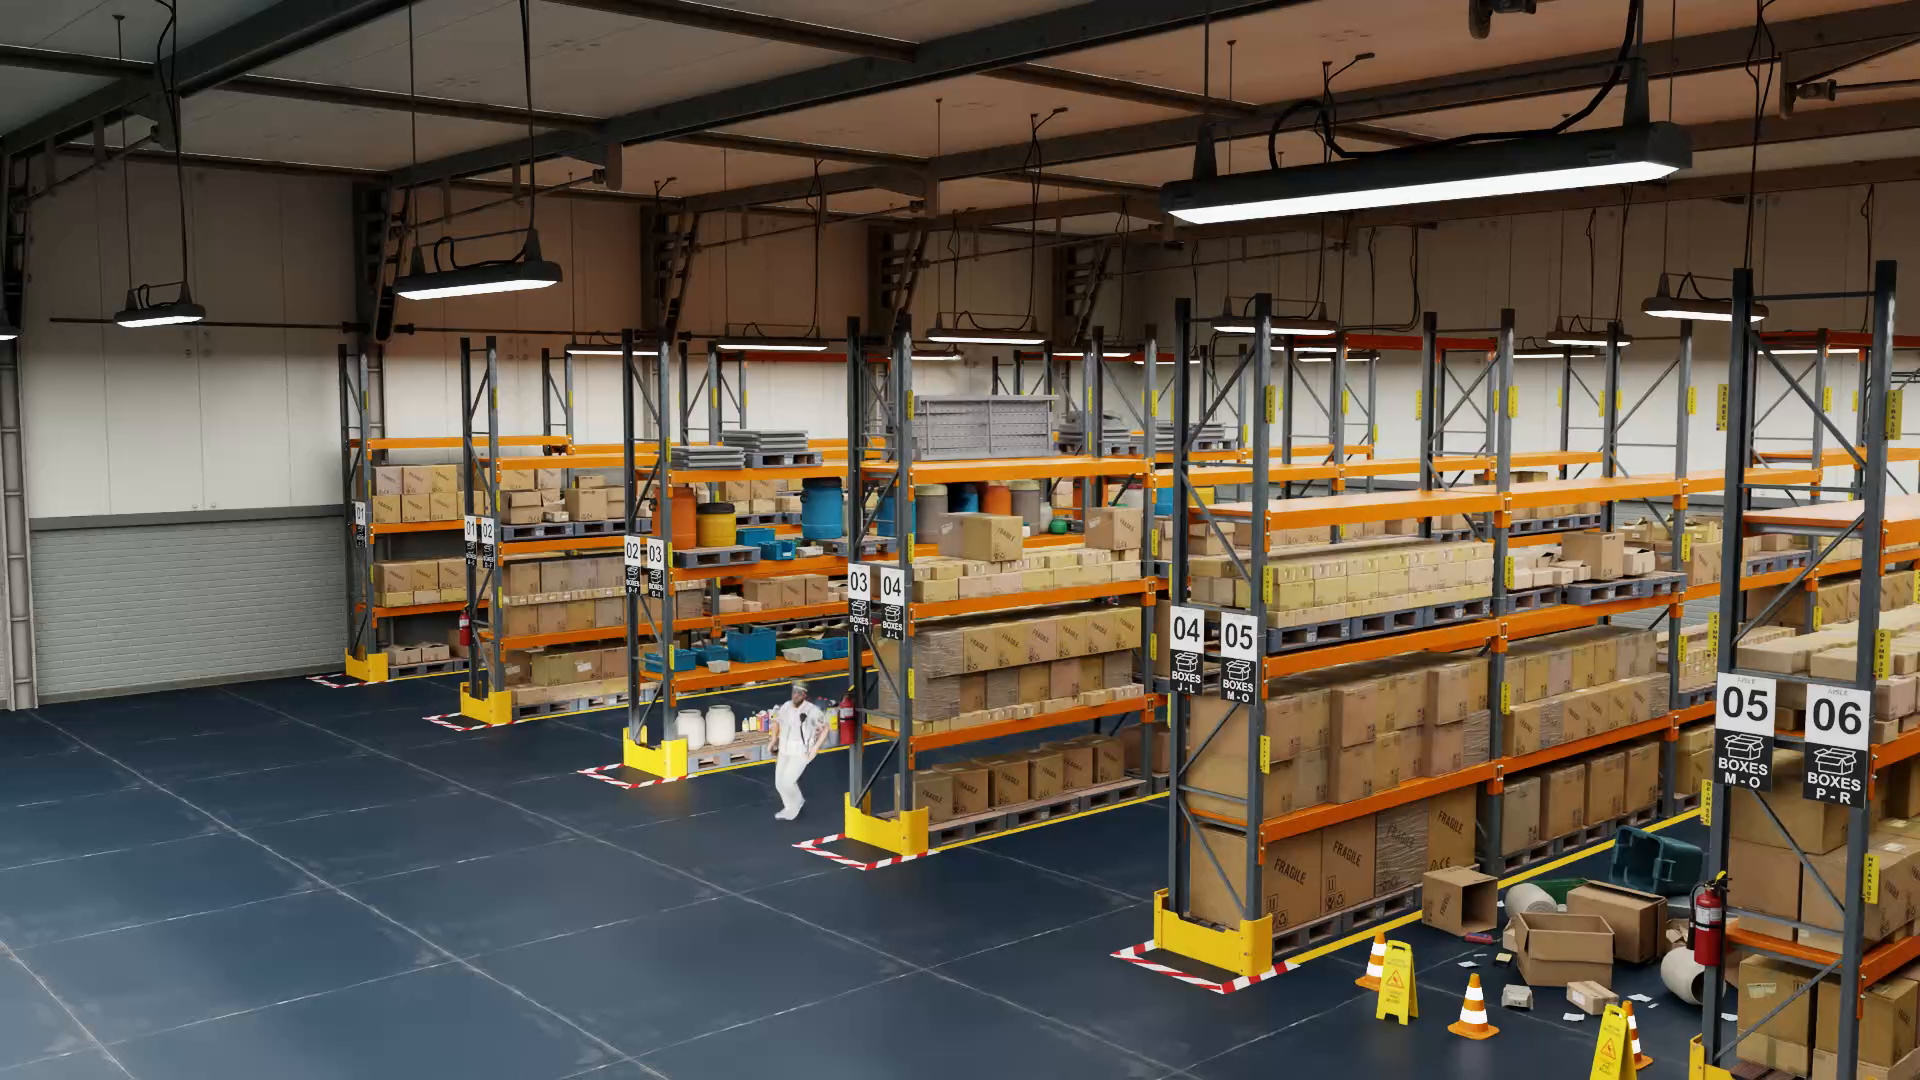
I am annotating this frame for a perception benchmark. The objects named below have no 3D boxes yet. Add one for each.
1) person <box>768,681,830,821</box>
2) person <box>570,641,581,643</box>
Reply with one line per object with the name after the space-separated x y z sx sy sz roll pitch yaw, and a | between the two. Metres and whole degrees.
-1.975 2.525 19.893 0.719 1.725 0.586 3 6 32 | person
-6.756 1.623 29.671 0.685 1.790 0.833 4 6 38 | person
